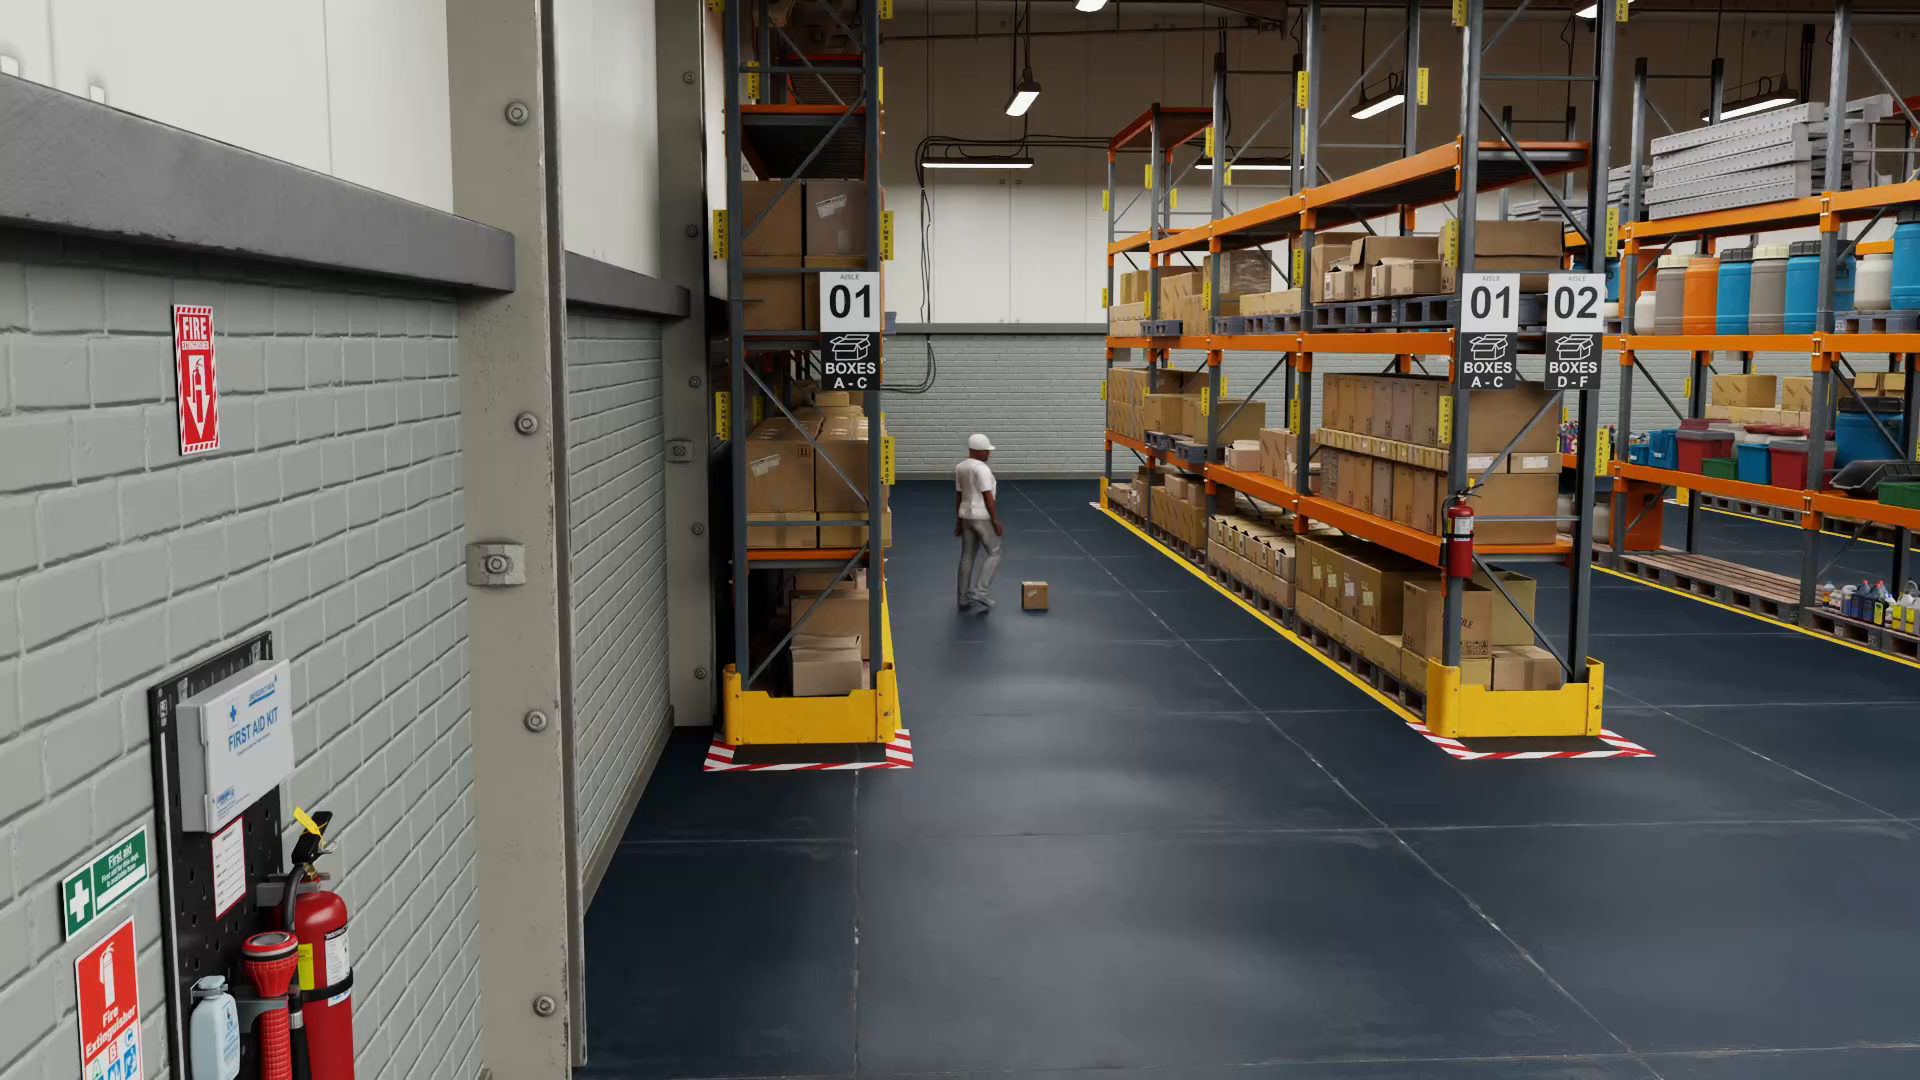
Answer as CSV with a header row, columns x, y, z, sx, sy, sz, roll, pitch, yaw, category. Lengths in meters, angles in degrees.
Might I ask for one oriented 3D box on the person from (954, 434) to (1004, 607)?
x,y,z,sx,sy,sz,roll,pitch,yaw,category
0.190,-0.203,17.063,0.371,1.767,0.606,-5,8,-34,person
